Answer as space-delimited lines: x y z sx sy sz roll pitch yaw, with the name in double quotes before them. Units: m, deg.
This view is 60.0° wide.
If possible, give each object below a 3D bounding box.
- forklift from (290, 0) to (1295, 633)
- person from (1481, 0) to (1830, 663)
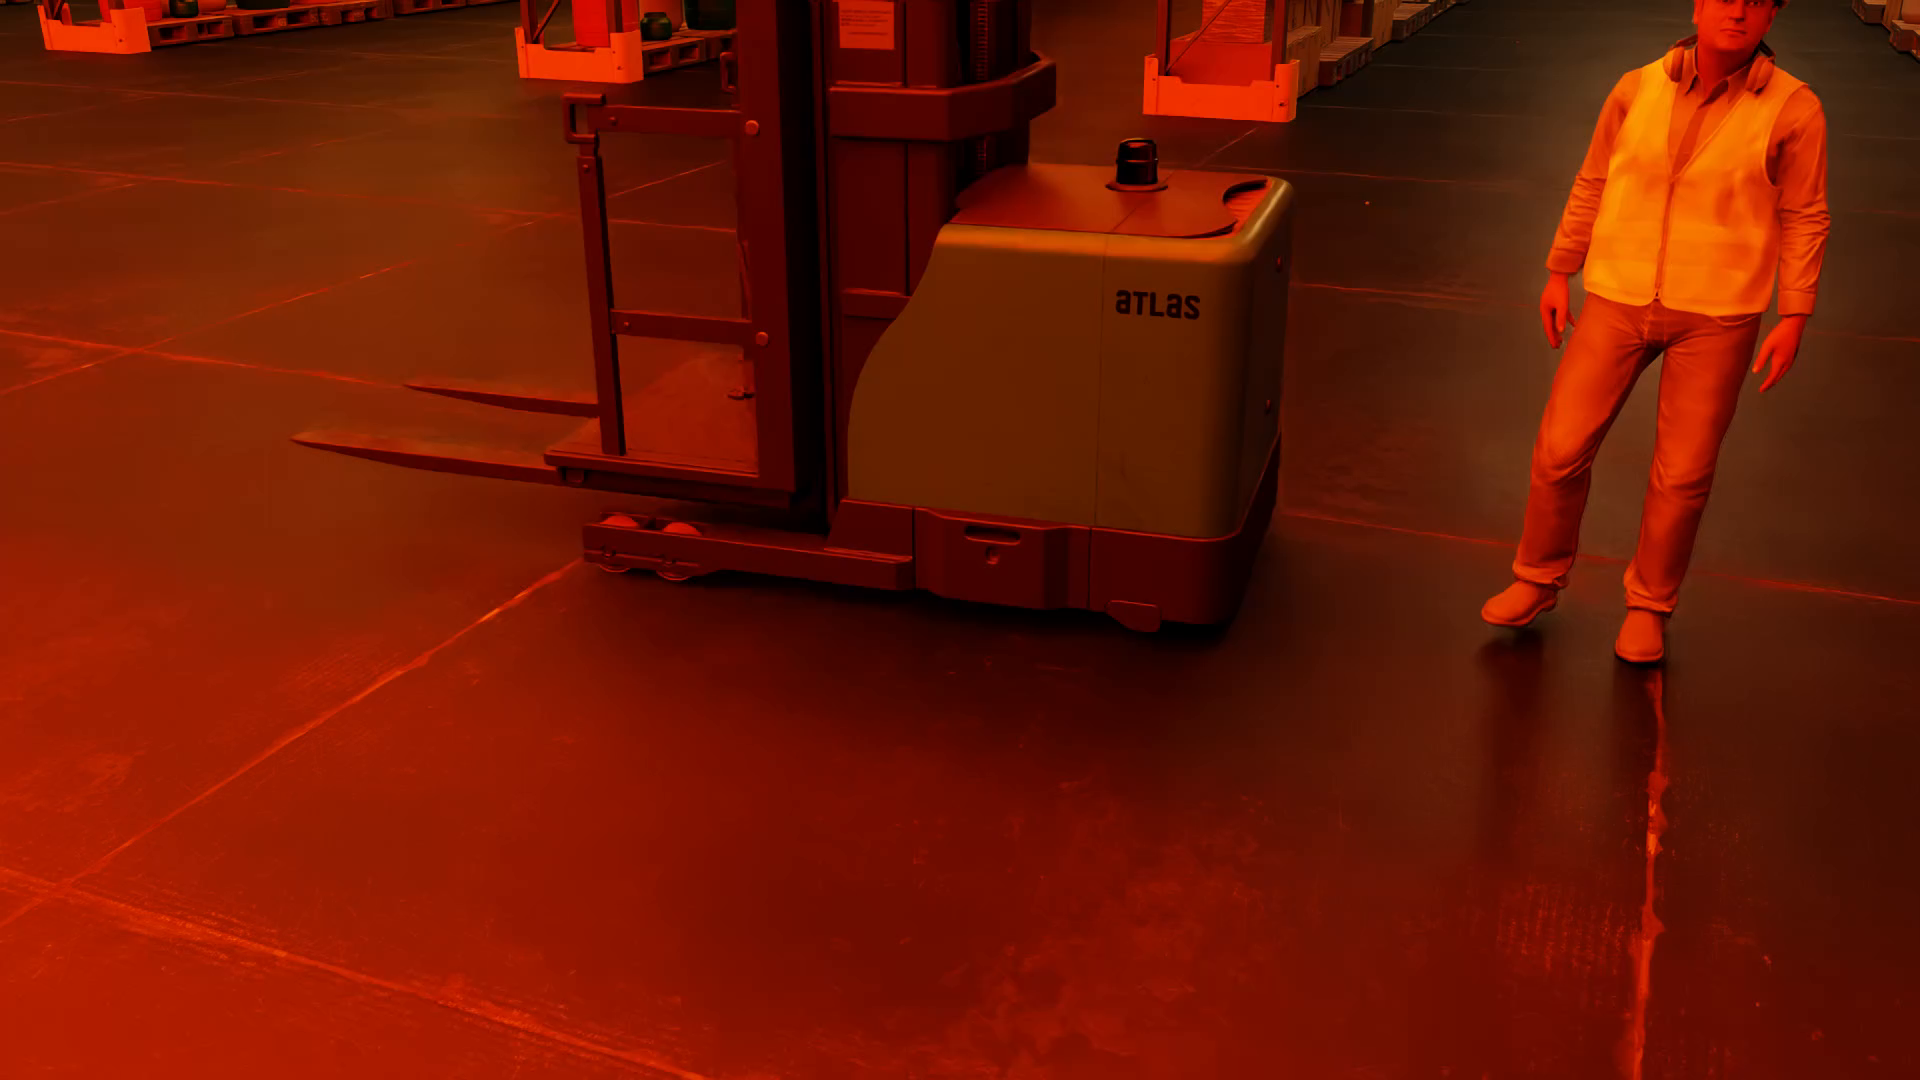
"forklift" -0.588 -1.419 4.686 3.031 2.935 1.130 7 24 16
"person" 1.761 -0.567 4.143 0.643 1.779 0.520 15 27 32
